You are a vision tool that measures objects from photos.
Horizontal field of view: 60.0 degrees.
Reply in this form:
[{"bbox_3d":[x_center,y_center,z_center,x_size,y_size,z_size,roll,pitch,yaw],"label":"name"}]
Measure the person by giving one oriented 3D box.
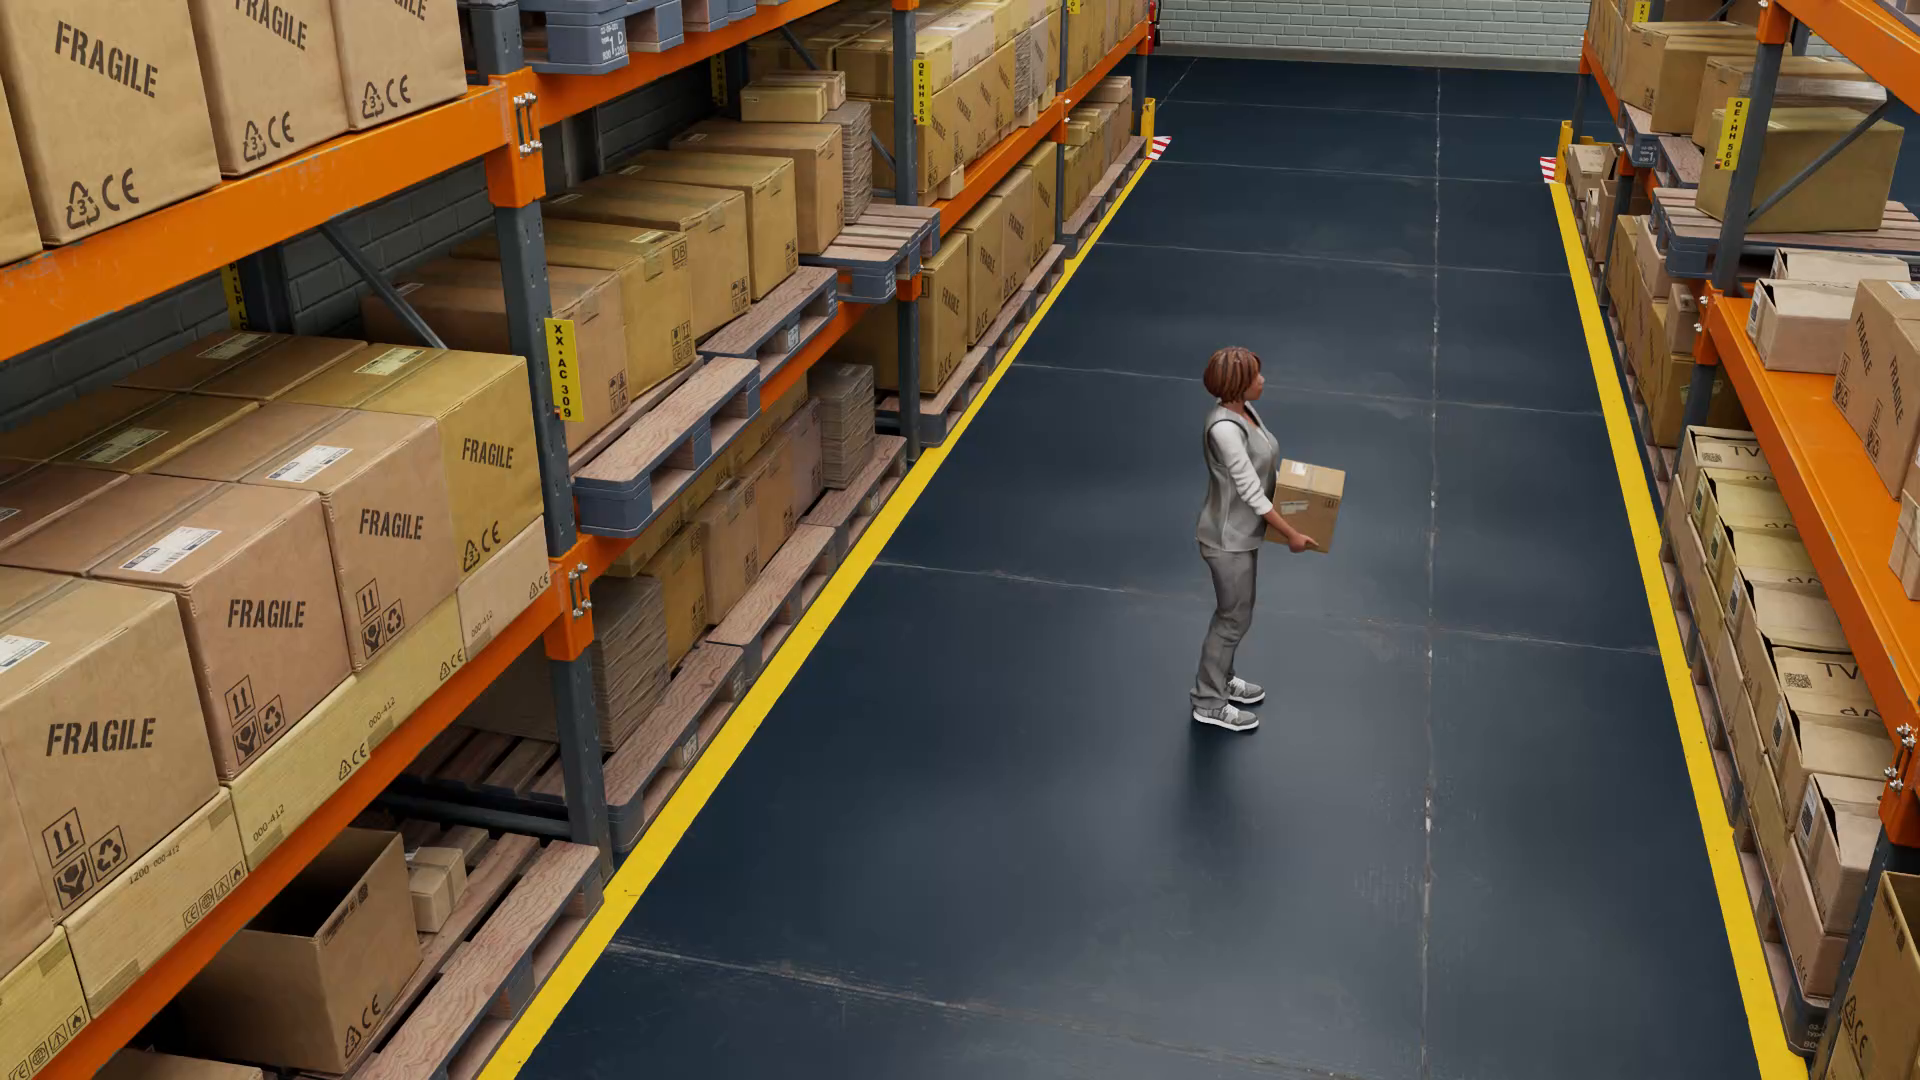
[{"bbox_3d":[1.178,0.001,6.626,0.498,1.589,0.405,7,26,14],"label":"person"}]
